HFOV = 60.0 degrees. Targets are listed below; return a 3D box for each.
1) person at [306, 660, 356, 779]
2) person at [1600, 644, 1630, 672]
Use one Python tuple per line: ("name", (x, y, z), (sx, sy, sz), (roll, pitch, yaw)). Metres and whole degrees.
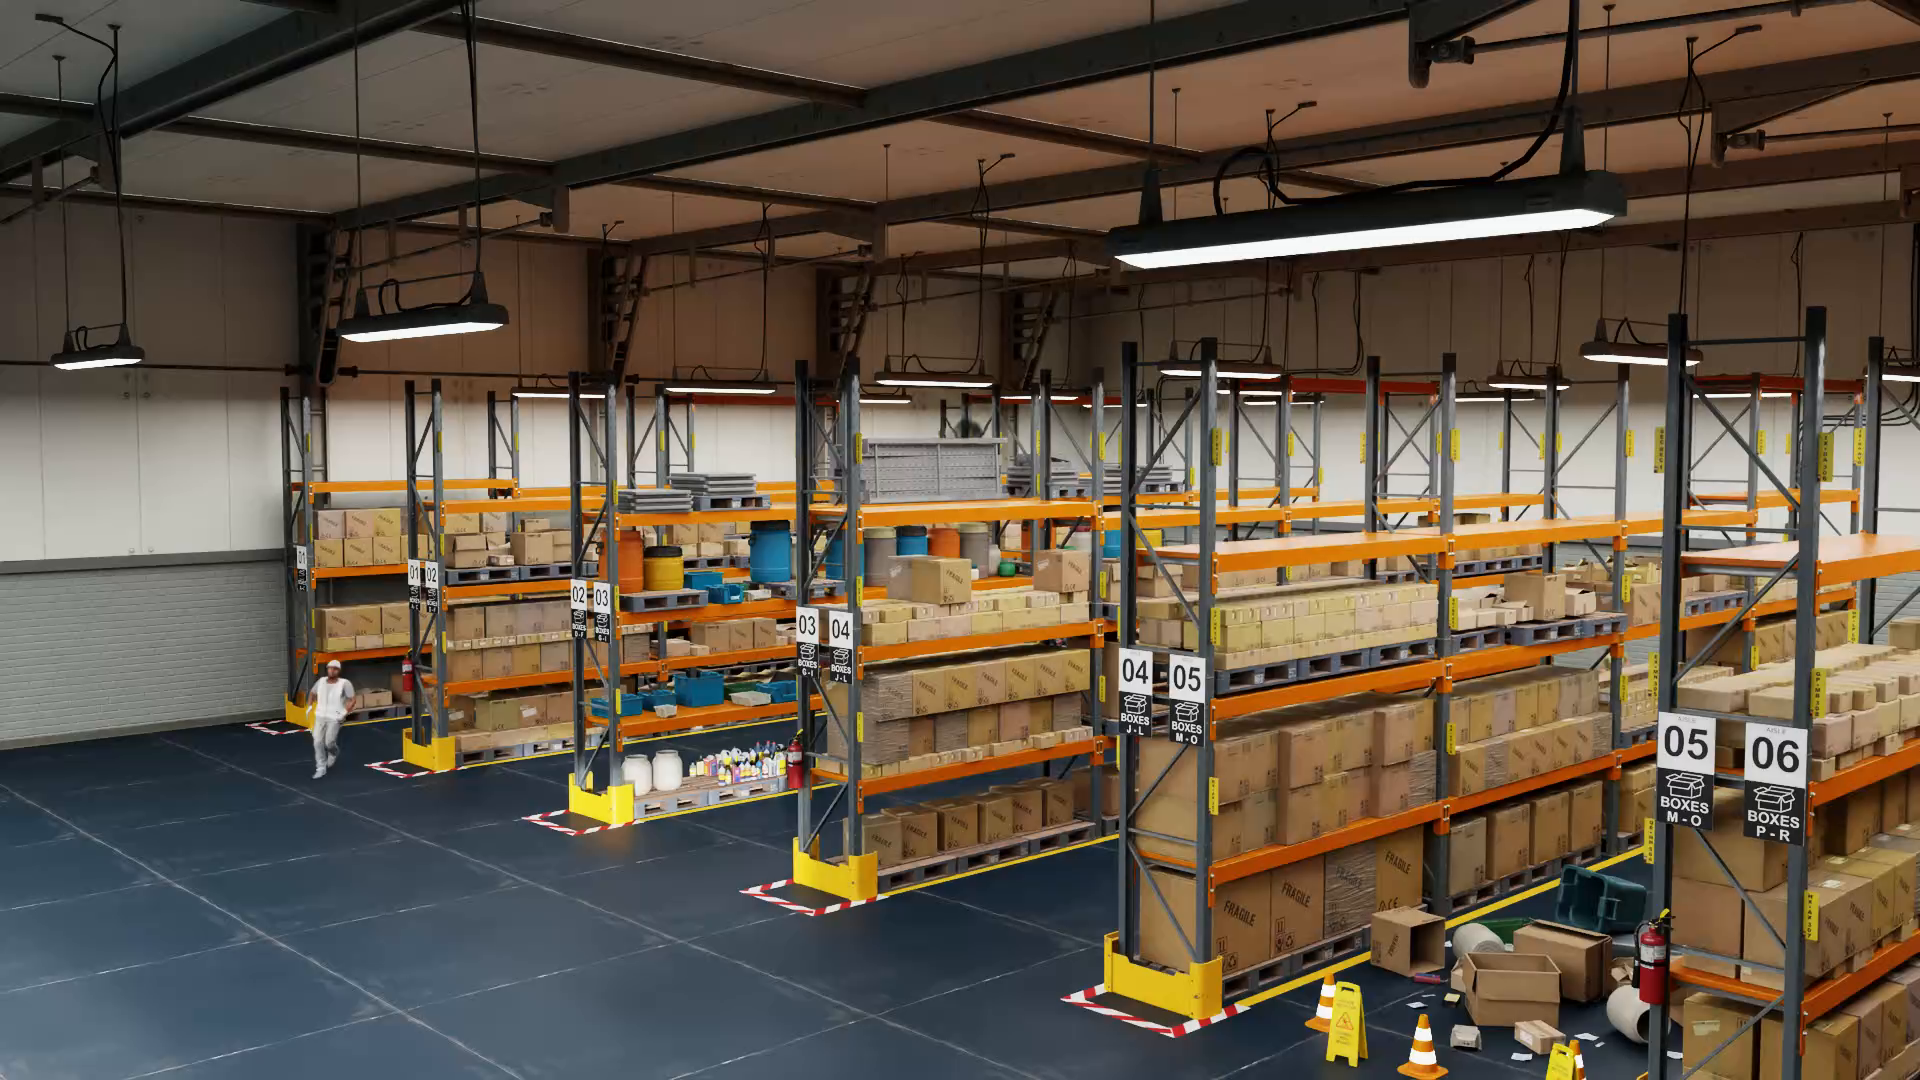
("person", (-9.553, 2.695, 25.195), (0.725, 1.748, 0.655), (0, 4, 1))
("person", (11.583, 2.520, 29.145), (0.751, 1.648, 0.560), (0, 4, 3))
